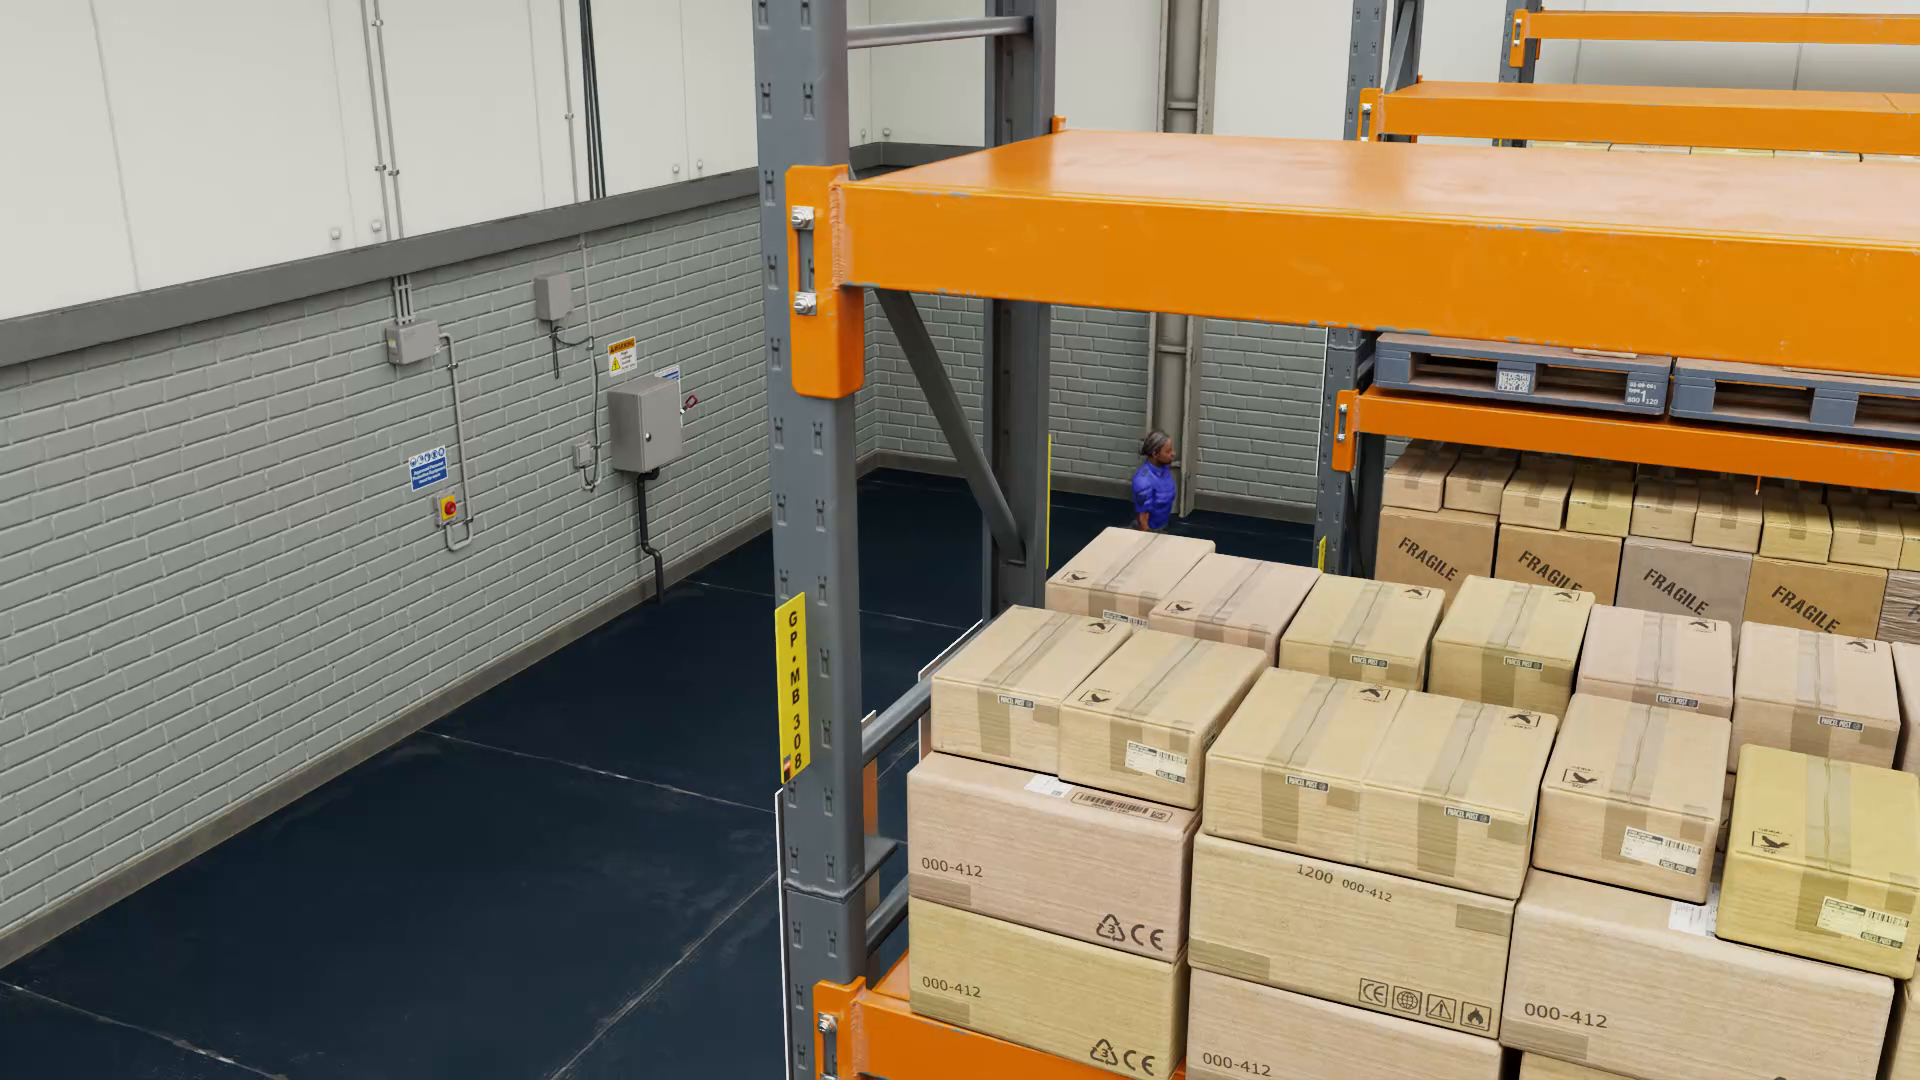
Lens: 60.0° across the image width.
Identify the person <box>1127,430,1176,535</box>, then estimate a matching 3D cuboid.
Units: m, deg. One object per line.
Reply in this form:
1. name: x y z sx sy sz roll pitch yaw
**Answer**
1. person: 1.342 0.017 11.501 0.908 1.609 0.444 14 24 35
